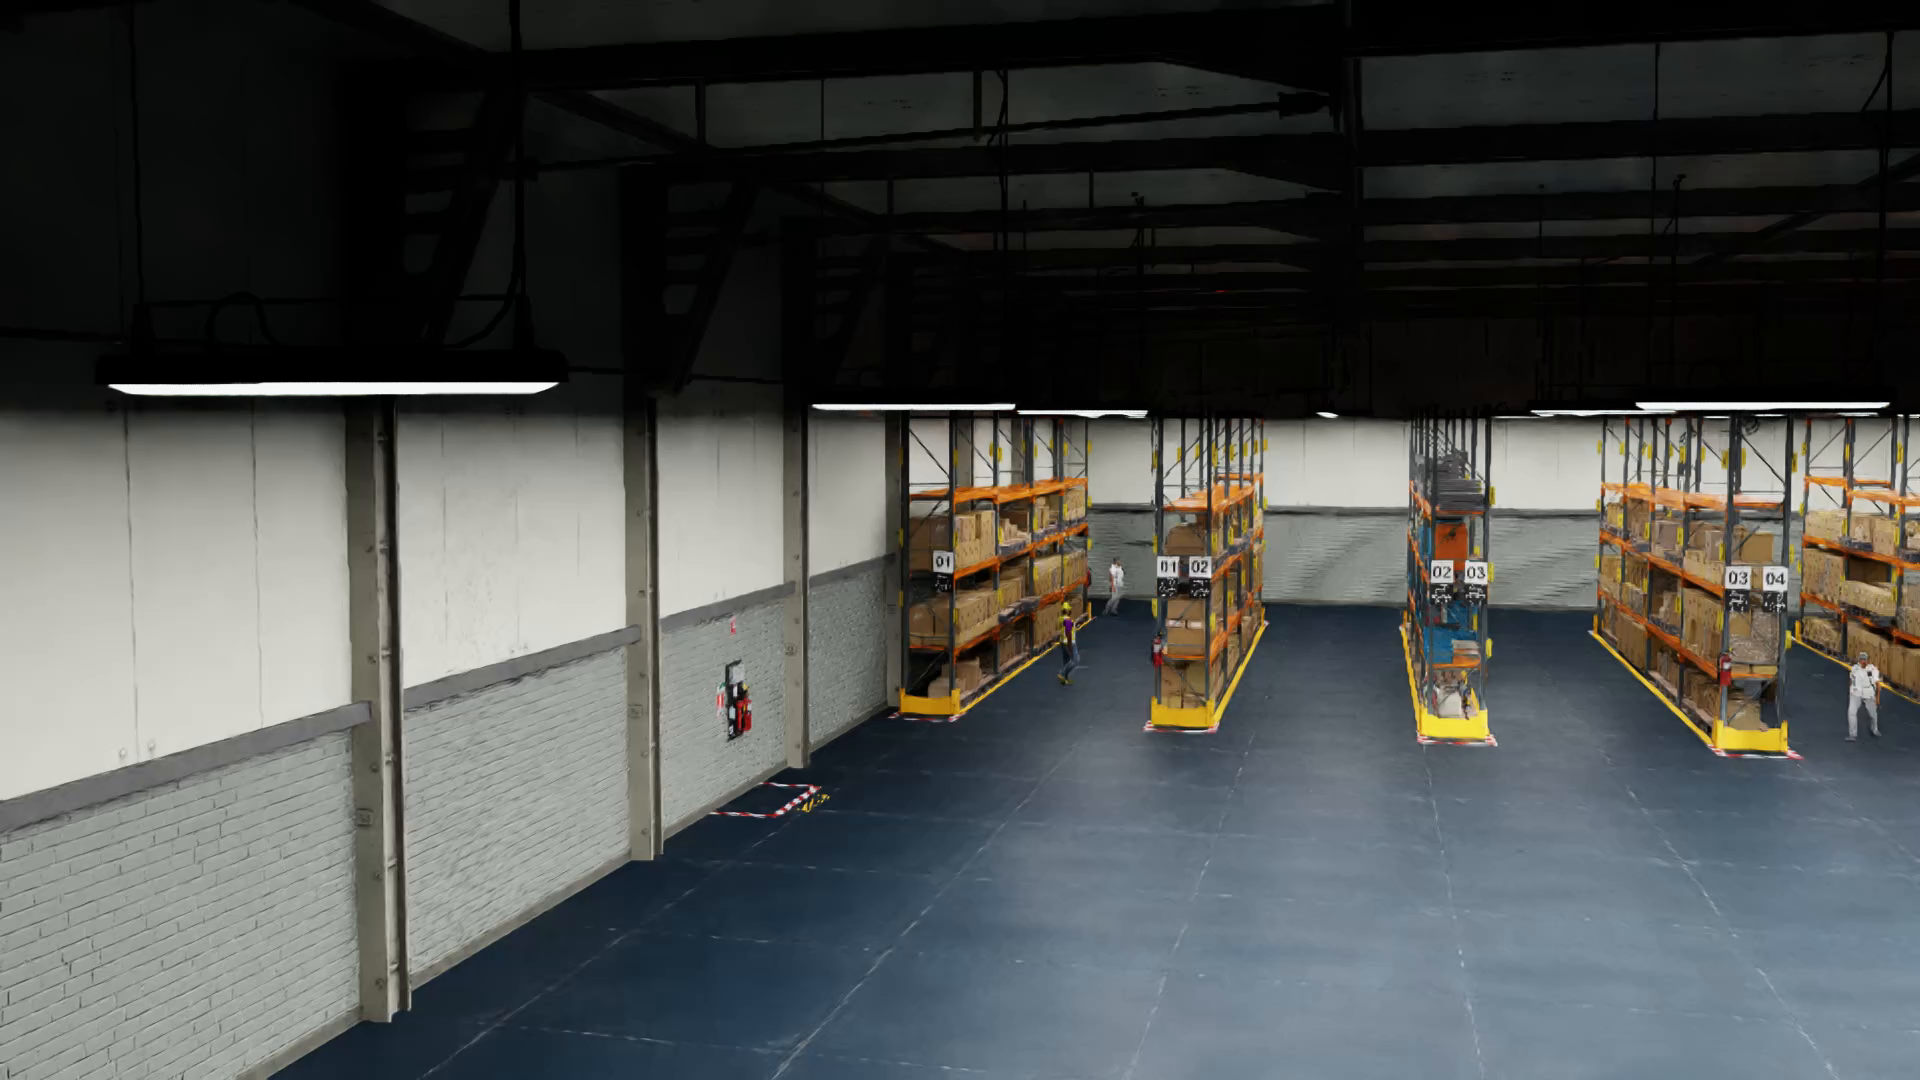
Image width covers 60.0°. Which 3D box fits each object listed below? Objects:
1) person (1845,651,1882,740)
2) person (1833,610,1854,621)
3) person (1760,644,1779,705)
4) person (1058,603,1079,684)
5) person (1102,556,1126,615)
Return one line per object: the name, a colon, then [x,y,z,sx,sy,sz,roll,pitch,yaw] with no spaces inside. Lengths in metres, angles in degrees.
person: [16.250,2.778,29.856,0.534,1.598,0.935,3,5,35]
person: [24.327,1.593,45.751,0.568,1.718,0.657,-1,4,-14]
person: [16.426,2.407,33.604,0.518,1.785,0.635,-1,4,-14]
person: [2.325,2.253,36.141,0.456,1.753,0.610,-1,4,-14]
person: [4.517,1.345,48.799,0.509,1.737,0.714,3,5,39]
